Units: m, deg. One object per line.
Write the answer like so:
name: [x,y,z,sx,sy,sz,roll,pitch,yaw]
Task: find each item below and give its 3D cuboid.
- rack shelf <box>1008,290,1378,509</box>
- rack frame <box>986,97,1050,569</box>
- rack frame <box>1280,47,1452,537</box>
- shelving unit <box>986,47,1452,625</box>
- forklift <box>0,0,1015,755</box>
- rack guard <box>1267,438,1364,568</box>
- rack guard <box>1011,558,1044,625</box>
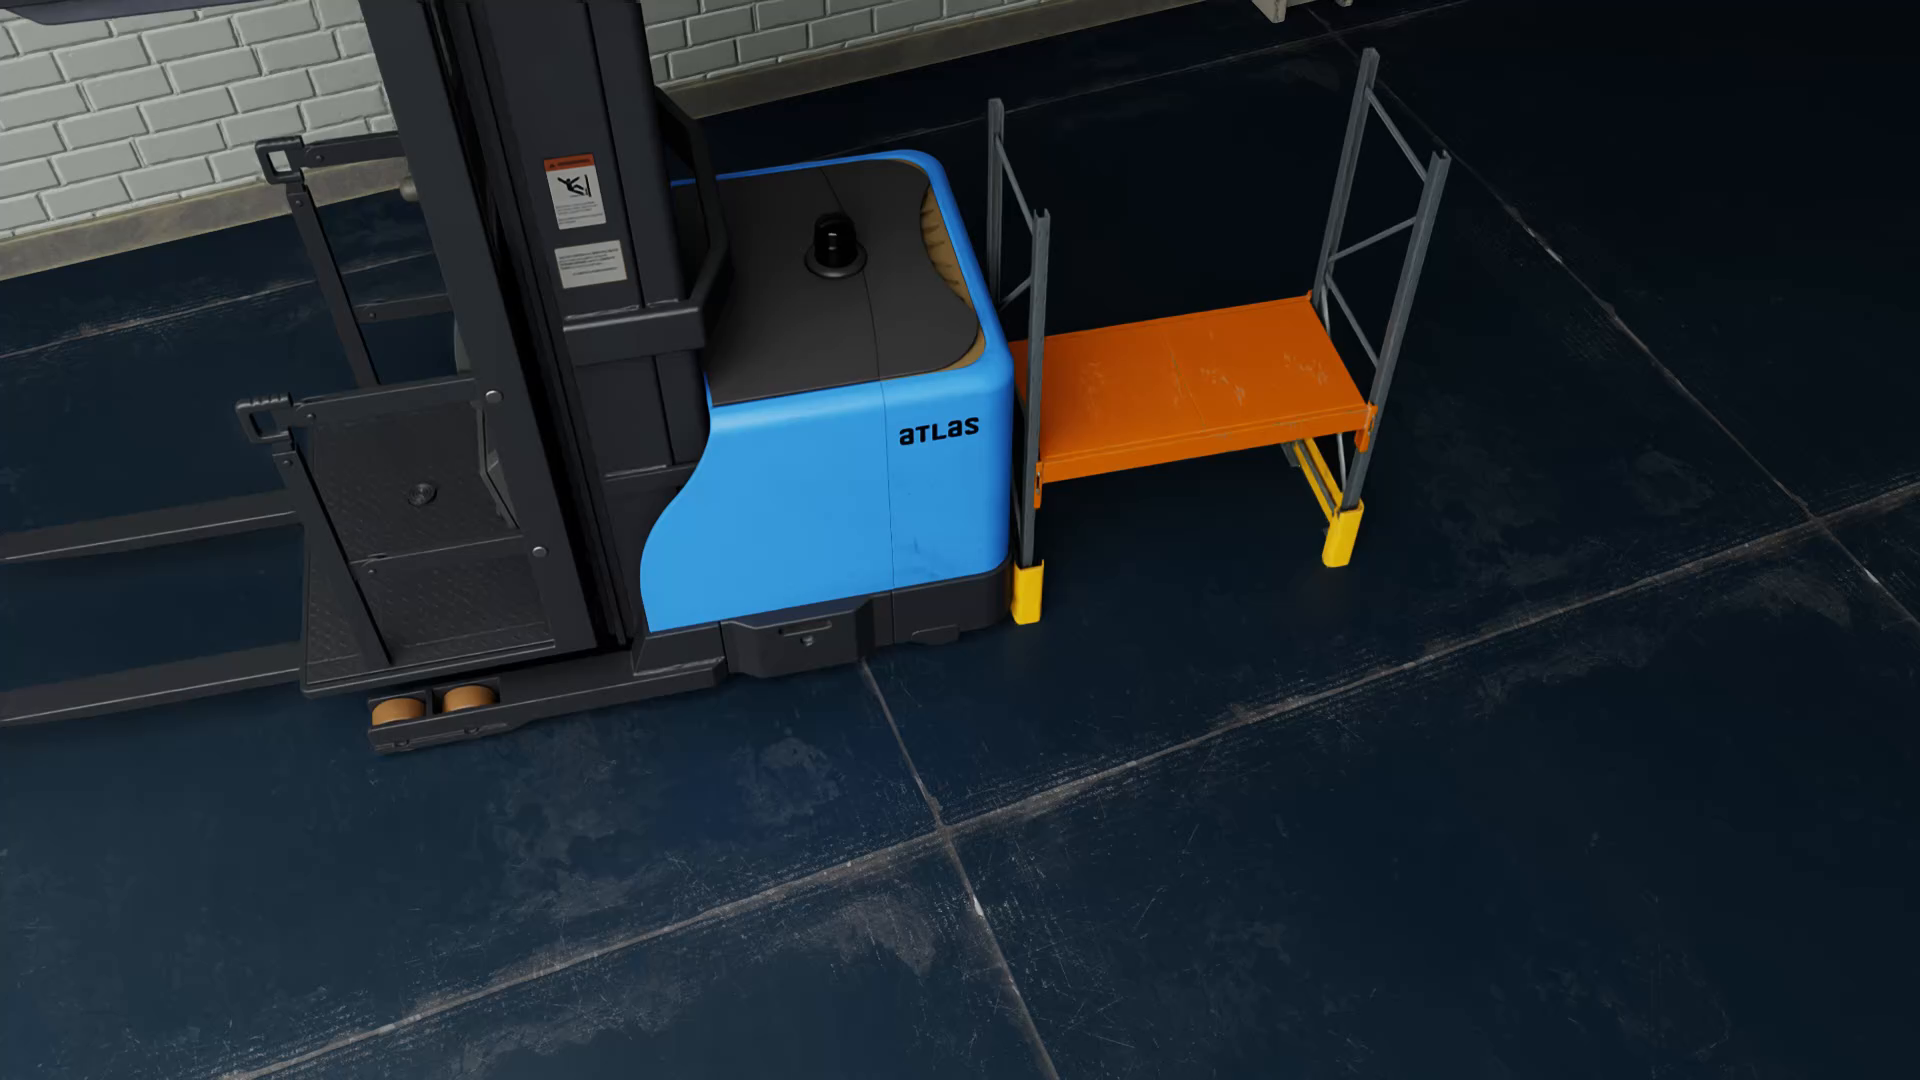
rack shelf: [0.639,-0.423,4.861,1.000,0.185,0.538,-10,50,-8]
rack frame: [0.144,-0.453,4.651,0.032,1.500,0.500,-10,50,-8]
rack frame: [1.134,-0.626,4.799,0.032,1.500,0.500,-10,50,-8]
shelving unit: [0.630,-0.538,4.724,1.083,1.500,0.587,-10,50,-8]
forklift: [-1.418,-0.796,4.002,3.031,2.935,1.130,-10,50,-8]
rack guard: [1.115,-0.216,5.271,0.087,0.250,0.587,-10,50,-8]
rack guard: [0.145,-0.046,5.125,0.087,0.250,0.587,-10,50,-8]
